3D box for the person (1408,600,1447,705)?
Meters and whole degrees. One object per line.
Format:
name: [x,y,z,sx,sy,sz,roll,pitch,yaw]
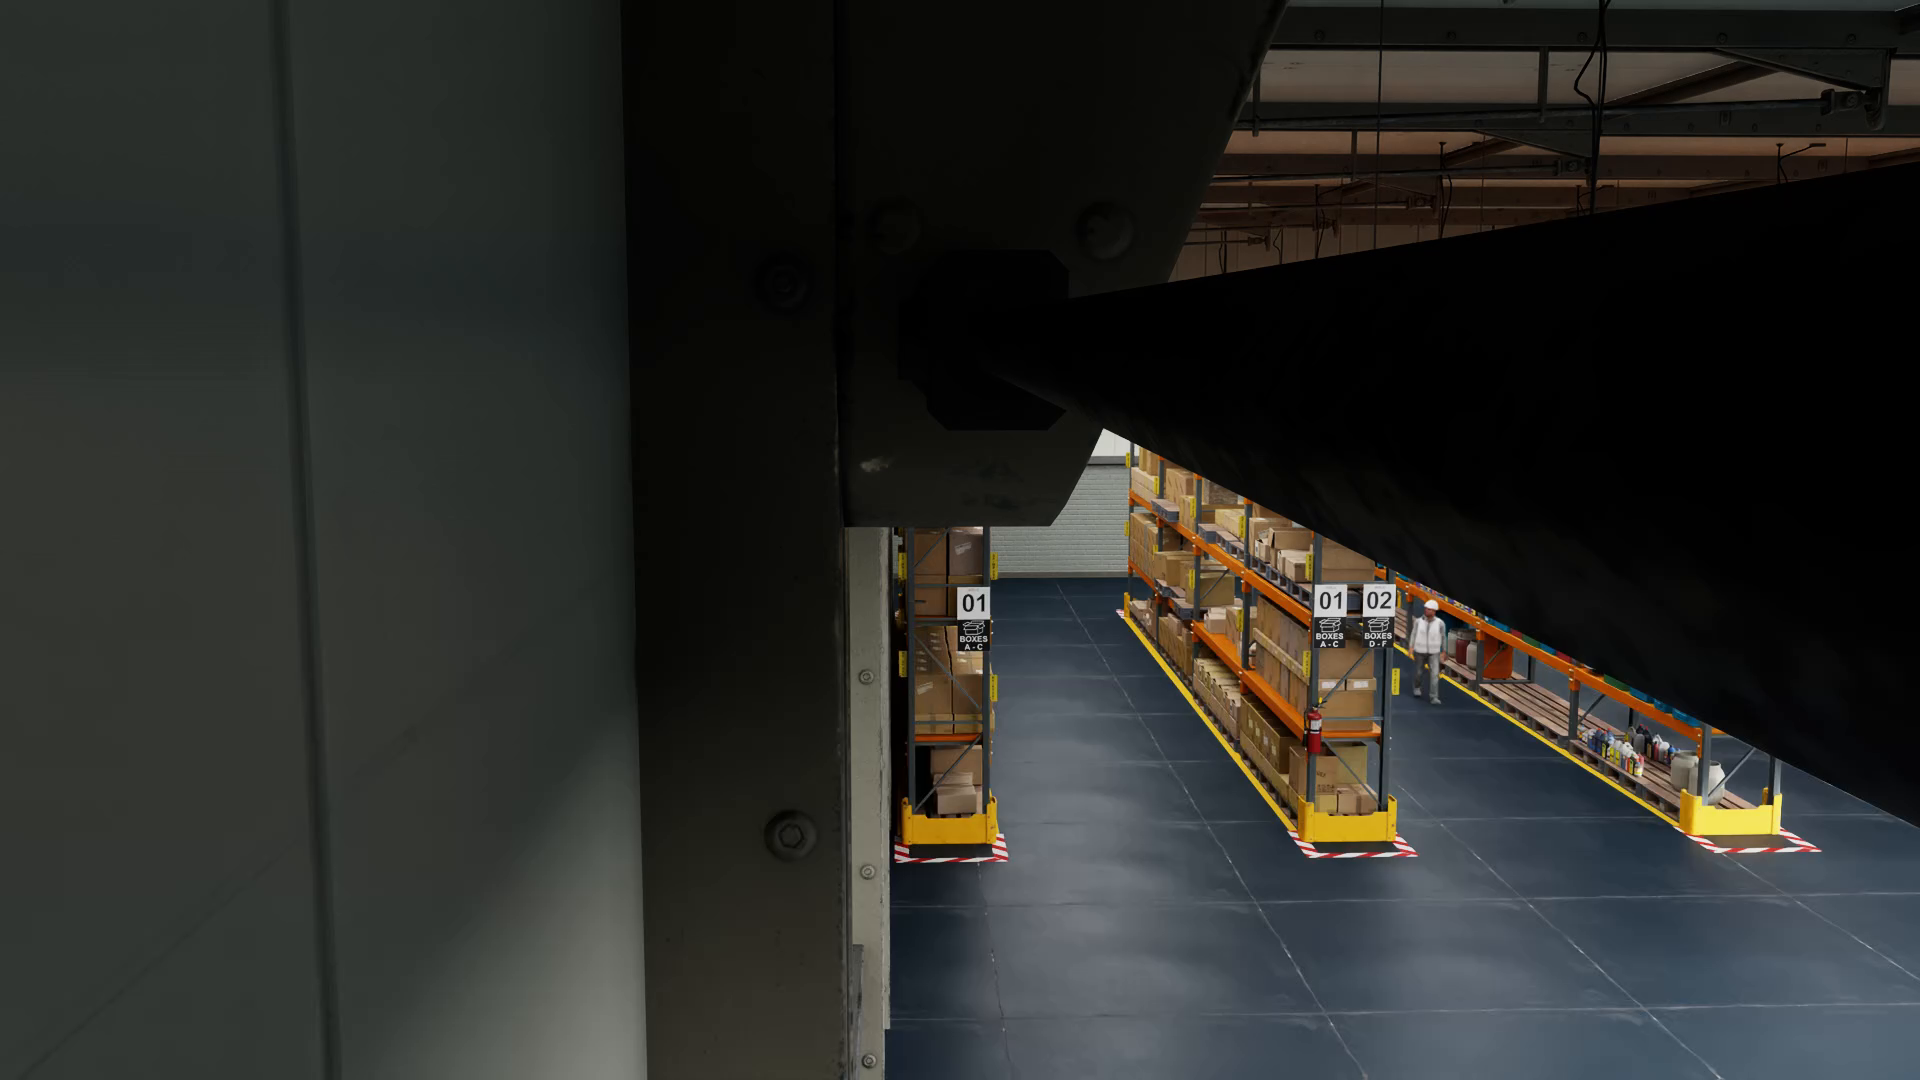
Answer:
person: [7.901,1.879,28.082,0.659,1.729,1.026,1,7,8]
